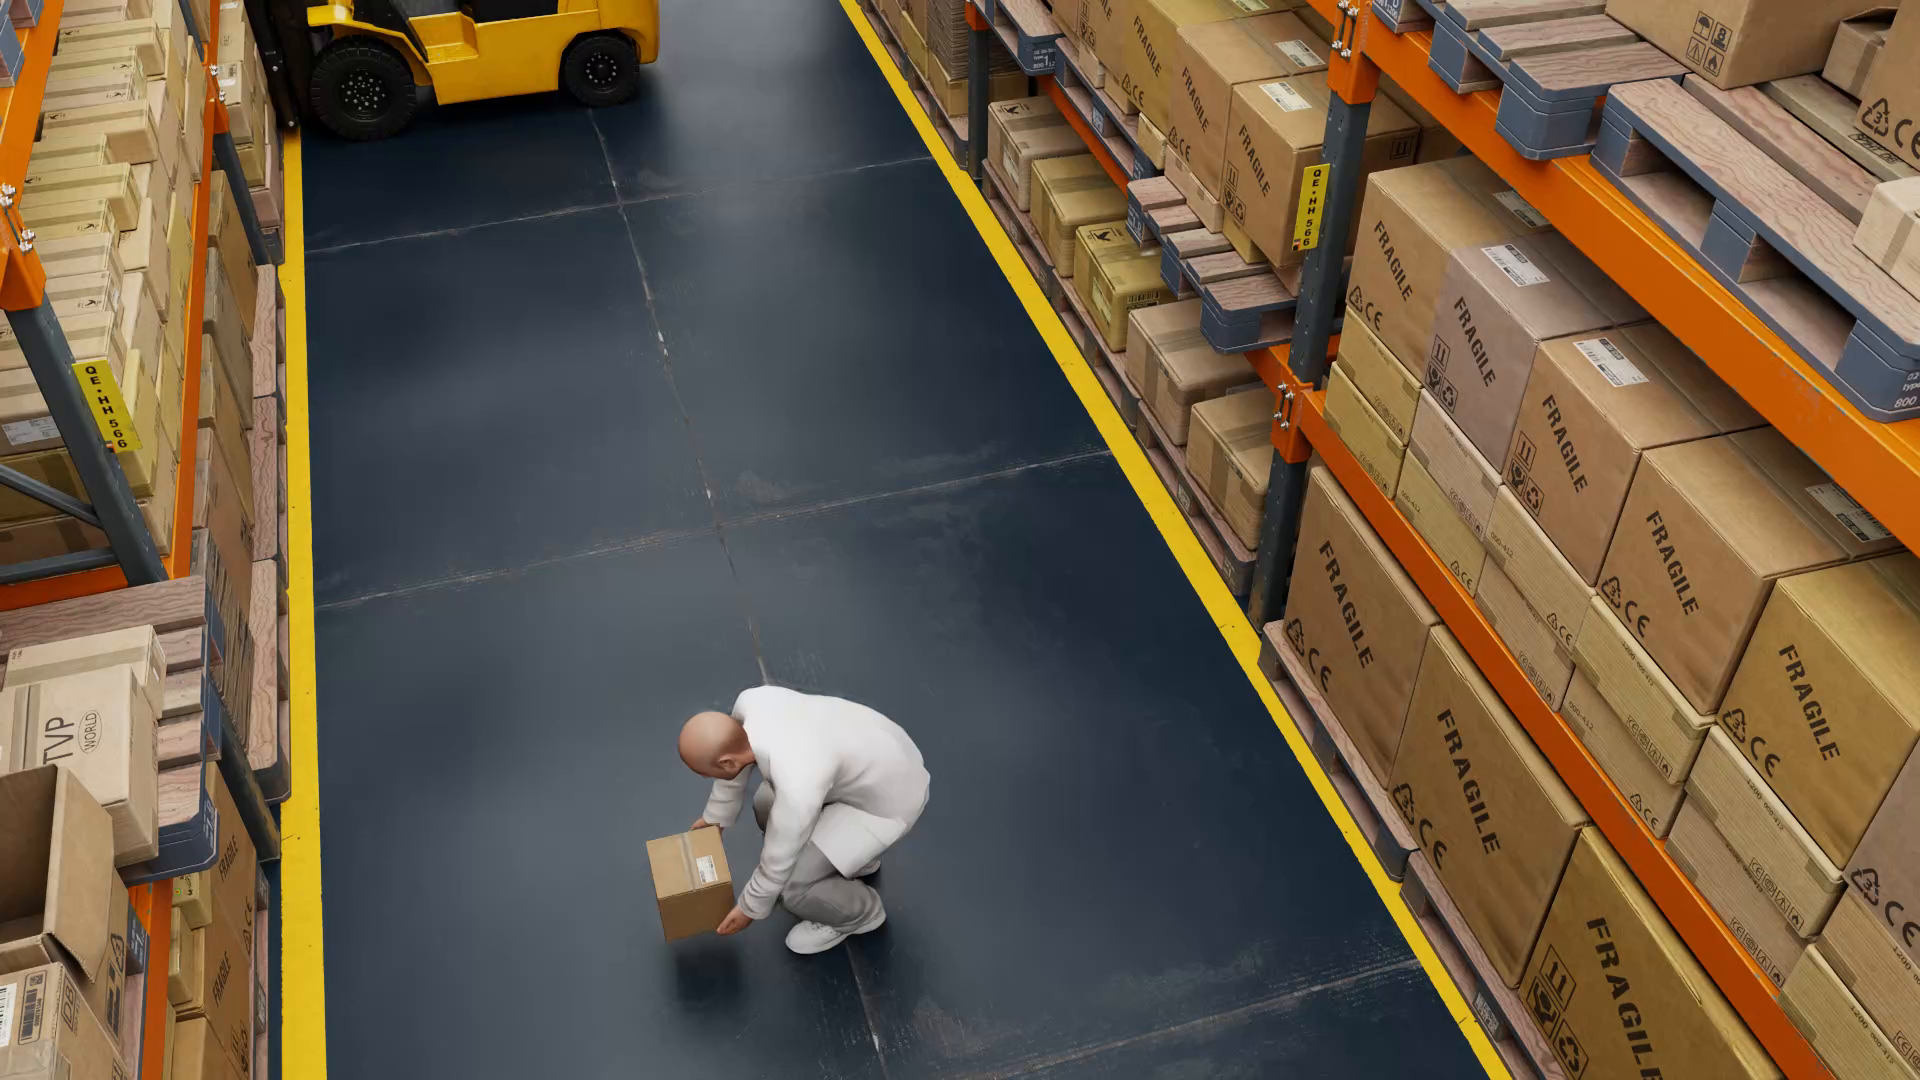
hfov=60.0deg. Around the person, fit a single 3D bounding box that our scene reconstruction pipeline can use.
[{"bbox_3d":[-0.506,0.912,5.613,0.835,1.158,0.615,-12,43,-13],"label":"person"}]
